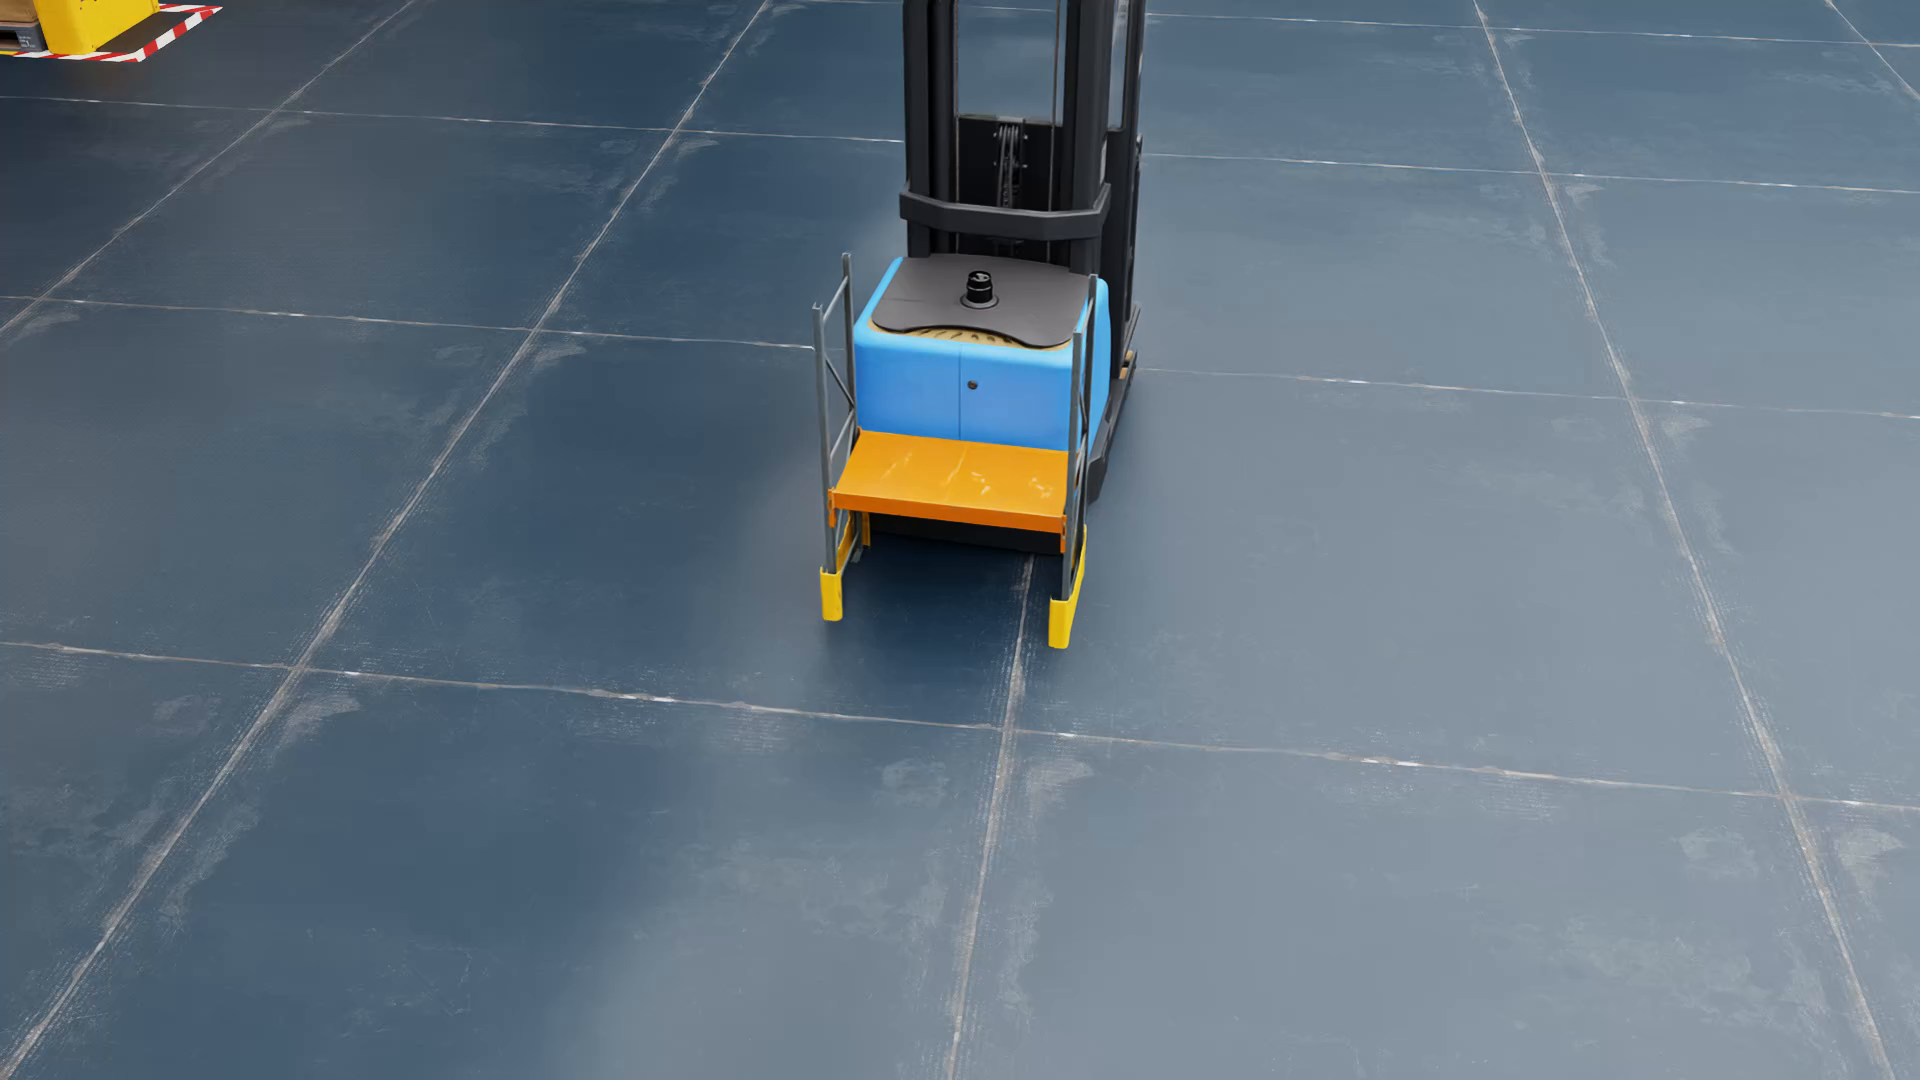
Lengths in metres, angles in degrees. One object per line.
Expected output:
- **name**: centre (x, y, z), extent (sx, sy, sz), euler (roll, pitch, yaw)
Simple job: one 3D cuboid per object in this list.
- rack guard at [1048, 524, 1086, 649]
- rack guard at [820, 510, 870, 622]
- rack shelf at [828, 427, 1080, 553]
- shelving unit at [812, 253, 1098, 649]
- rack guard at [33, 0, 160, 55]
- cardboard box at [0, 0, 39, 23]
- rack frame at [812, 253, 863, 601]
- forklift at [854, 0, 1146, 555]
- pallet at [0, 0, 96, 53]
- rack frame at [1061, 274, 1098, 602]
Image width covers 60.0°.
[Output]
- **rack guard**: centre (0.470, 0.194, 7.263), extent (0.087, 0.250, 0.587), euler (6, 36, 9)
- **rack guard**: centre (-0.508, 0.084, 7.417), extent (0.087, 0.250, 0.587), euler (6, 36, 9)
- **rack shelf**: centre (-0.010, -0.222, 7.080), extent (1.000, 0.185, 0.538), euler (6, 36, 9)
- **shelving unit**: centre (-0.019, -0.369, 6.977), extent (1.083, 1.500, 0.587), euler (6, 36, 9)
- **rack guard**: centre (-6.972, -4.368, 13.440), extent (0.348, 0.500, 1.175), euler (4, 36, 6)
- **cardboard box**: centre (-7.677, -4.705, 13.228), extent (0.875, 0.875, 0.875), euler (4, 36, 6)
- **rack frame**: centre (-0.509, -0.425, 7.054), extent (0.032, 1.500, 0.500), euler (6, 36, 9)
- **forklift**: centre (0.337, -1.981, 8.002), extent (1.130, 2.935, 3.031), euler (8, 36, 11)
- **pallet**: centre (-7.799, -4.266, 13.546), extent (1.213, 0.211, 1.003), euler (4, 36, 6)
- **rack frame**: centre (0.489, -0.312, 6.896), extent (0.032, 1.500, 0.500), euler (6, 36, 9)
